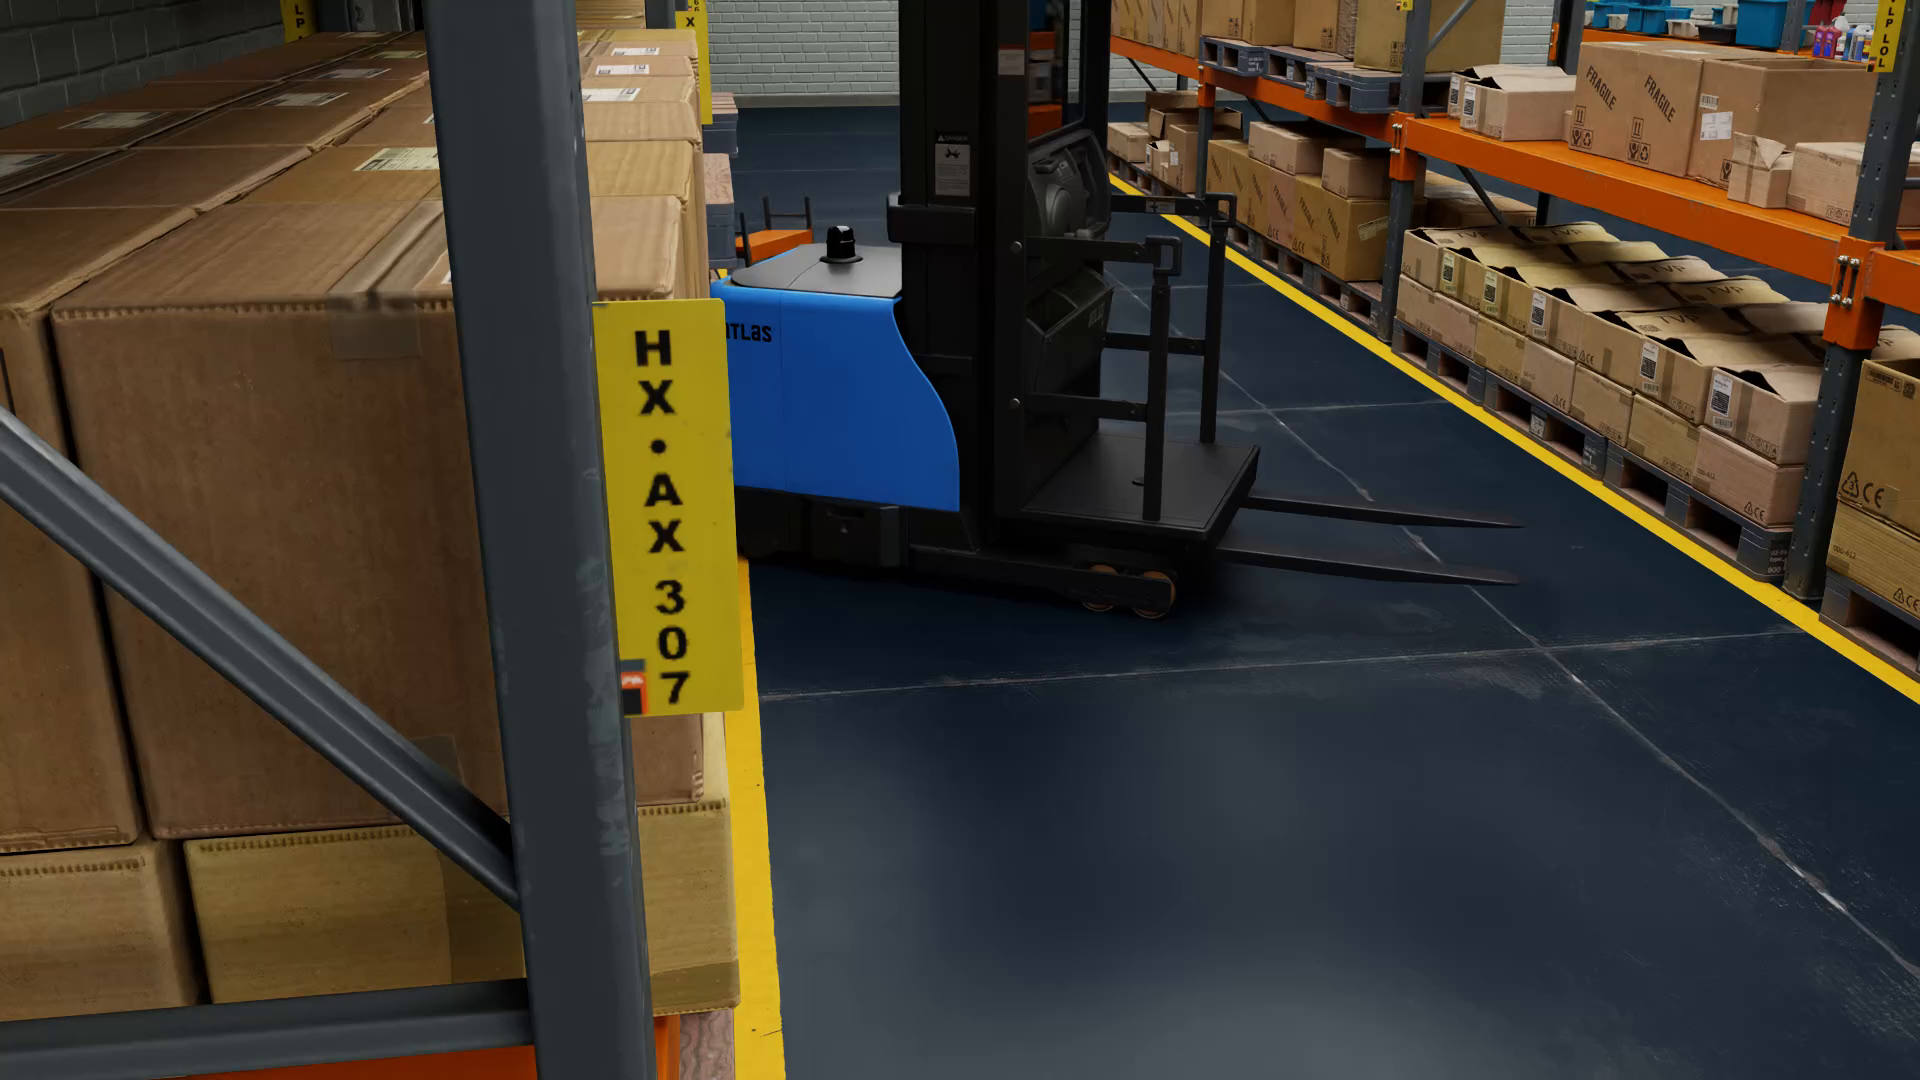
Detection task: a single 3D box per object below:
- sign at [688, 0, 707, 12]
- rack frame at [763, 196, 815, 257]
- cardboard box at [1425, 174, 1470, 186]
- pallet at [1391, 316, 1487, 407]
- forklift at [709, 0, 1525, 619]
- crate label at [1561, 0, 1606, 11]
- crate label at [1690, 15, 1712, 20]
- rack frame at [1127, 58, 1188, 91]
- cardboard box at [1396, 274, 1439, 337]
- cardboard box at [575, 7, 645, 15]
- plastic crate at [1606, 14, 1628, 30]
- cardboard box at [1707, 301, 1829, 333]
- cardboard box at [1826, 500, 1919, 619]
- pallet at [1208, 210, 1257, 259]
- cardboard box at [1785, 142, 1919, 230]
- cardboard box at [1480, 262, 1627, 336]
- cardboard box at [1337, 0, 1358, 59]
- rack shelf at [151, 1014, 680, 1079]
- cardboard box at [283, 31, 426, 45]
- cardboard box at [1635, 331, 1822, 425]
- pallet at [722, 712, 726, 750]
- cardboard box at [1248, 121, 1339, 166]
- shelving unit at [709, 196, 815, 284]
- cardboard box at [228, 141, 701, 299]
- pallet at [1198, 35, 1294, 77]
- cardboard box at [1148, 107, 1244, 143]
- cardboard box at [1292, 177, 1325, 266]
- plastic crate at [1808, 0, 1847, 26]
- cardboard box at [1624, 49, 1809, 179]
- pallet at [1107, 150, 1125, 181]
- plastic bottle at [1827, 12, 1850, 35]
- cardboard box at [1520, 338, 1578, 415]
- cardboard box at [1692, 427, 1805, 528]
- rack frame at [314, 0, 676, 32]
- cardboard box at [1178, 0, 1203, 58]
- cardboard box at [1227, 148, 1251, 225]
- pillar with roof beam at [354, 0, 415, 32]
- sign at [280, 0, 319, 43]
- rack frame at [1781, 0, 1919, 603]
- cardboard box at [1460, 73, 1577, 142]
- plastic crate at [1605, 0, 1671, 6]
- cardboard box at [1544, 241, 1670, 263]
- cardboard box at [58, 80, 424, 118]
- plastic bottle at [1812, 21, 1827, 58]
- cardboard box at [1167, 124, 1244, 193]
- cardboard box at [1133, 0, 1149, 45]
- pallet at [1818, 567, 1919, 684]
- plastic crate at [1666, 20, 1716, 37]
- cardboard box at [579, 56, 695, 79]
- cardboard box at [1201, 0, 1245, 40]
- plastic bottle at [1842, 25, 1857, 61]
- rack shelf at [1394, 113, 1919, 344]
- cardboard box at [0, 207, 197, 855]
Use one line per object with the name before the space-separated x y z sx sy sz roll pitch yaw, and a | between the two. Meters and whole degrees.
sign | -1.372 -2.890 8.626 0.100 0.325 0.005 -3 21 -8
rack frame | -0.721 -0.939 7.490 0.240 1.200 0.015 6 21 28
cardboard box | 3.062 -2.168 11.177 0.500 0.500 0.500 -3 21 -8
pallet | 3.073 -1.012 9.125 1.003 0.211 1.213 -3 21 -8
forklift | 0.590 -1.301 6.009 3.031 2.935 1.130 7 22 18
crate label | 6.452 -5.472 17.232 0.416 0.233 0.303 -3 21 -8
crate label | 7.131 -5.059 16.266 0.396 0.136 0.243 -3 21 -8
rack frame | 1.840 -5.375 16.821 1.000 3.000 0.127 -3 21 -8
cardboard box | 2.778 -1.318 9.288 0.500 0.250 0.500 -3 21 -8
cardboard box | -1.570 -1.821 6.532 0.700 0.500 0.500 0 20 0
plastic crate | 6.514 -5.076 16.312 0.250 0.136 0.298 -3 21 -8
cardboard box | 3.614 -0.900 7.368 0.500 0.311 0.500 -4 21 -10
cardboard box | 3.337 0.047 5.634 0.500 0.250 0.500 -3 21 -8
pallet | 2.571 -2.404 12.852 1.003 0.211 1.213 -3 21 -8
cardboard box | 3.456 -1.319 6.174 0.500 0.250 0.500 -2 21 -4
cardboard box | 2.933 -1.223 8.231 0.500 0.311 0.500 -3 21 -9
cardboard box | 2.848 -3.388 10.757 0.700 0.500 0.500 1 20 2
rack shelf | -1.043 0.060 3.297 1.077 0.370 4.000 -3 21 -8
cardboard box | -1.470 -1.087 4.453 0.500 0.500 0.500 -3 21 -9
cardboard box | 3.147 -0.698 6.825 0.500 0.311 0.500 -2 21 -6
pallet | -1.200 0.567 4.895 1.003 0.211 1.213 -3 21 -8
cardboard box | 2.389 -2.851 11.934 0.500 0.250 0.500 -3 21 -8
shelving unit | -0.835 -0.864 7.287 0.258 1.200 0.503 6 21 28
cardboard box | -0.588 -0.227 2.151 0.500 0.500 0.500 -3 21 -8
pallet | 2.424 -3.618 12.391 1.003 0.211 1.213 -3 21 -8
cardboard box | 2.141 -3.677 15.214 0.797 0.503 0.637 -3 21 -8
cardboard box | 2.552 -2.132 11.081 0.500 0.500 0.500 -4 21 -10
plastic crate | 7.438 -4.619 14.619 0.402 0.464 0.583 -3 21 -8
cardboard box | 3.327 -1.890 7.347 0.500 0.500 0.500 -3 21 -8
pallet | 1.967 -3.767 16.500 1.003 0.211 1.213 -3 21 -8
plastic bottle | 7.055 -4.064 13.380 0.144 0.351 0.185 -3 21 -8
cardboard box | 3.006 -0.787 7.865 0.500 0.250 0.500 -2 21 -7
cardboard box | 3.223 -0.258 6.450 0.500 0.250 0.500 -3 21 -8
rack frame | -1.332 -0.970 5.025 1.000 3.000 0.127 -3 21 -8
cardboard box | 2.091 -4.198 13.525 0.500 0.500 0.500 -3 21 -7
cardboard box | 2.333 -2.662 12.500 0.500 0.500 0.500 -3 21 -7
pillar with roof beam | 1.683 -4.888 6.943 9.100 9.000 0.400 -3 21 -8
sign | -1.880 -1.483 4.744 0.100 0.325 0.005 -3 21 -8
rack frame | 3.570 -1.221 5.697 1.000 3.000 0.127 -3 21 -8
cardboard box | 2.931 -2.244 8.566 0.500 0.311 0.500 -3 21 -8
plastic crate | 6.975 -5.562 17.185 0.616 0.435 0.499 -3 21 -8
cardboard box | 3.394 -1.428 8.782 0.500 0.311 0.500 -3 21 -9
cardboard box | -1.247 -0.555 3.030 0.500 0.500 0.500 -3 21 -7
plastic bottle | 6.950 -4.036 13.402 0.061 0.283 0.133 -3 21 -8
cardboard box | 2.054 -3.209 13.964 0.500 0.500 0.500 -3 21 -8
cardboard box | 1.863 -4.730 14.950 0.500 0.500 0.500 -3 21 -7
pallet | 3.643 0.363 5.442 1.003 0.211 1.213 -3 21 -8
plastic crate | 6.770 -4.731 15.388 0.293 0.136 0.466 -3 21 -8
cardboard box | -0.818 -0.764 3.590 0.500 0.500 0.500 -4 21 -9
cardboard box | 2.264 -4.059 12.553 0.700 0.500 0.500 -10 23 -26
plastic bottle | 7.018 -3.911 13.085 0.097 0.271 0.097 0 20 0
rack shelf | 3.282 -1.576 7.677 1.077 0.370 4.000 -3 21 -8
cardboard box | -1.033 -0.028 1.617 0.500 0.500 0.500 -3 21 -8
